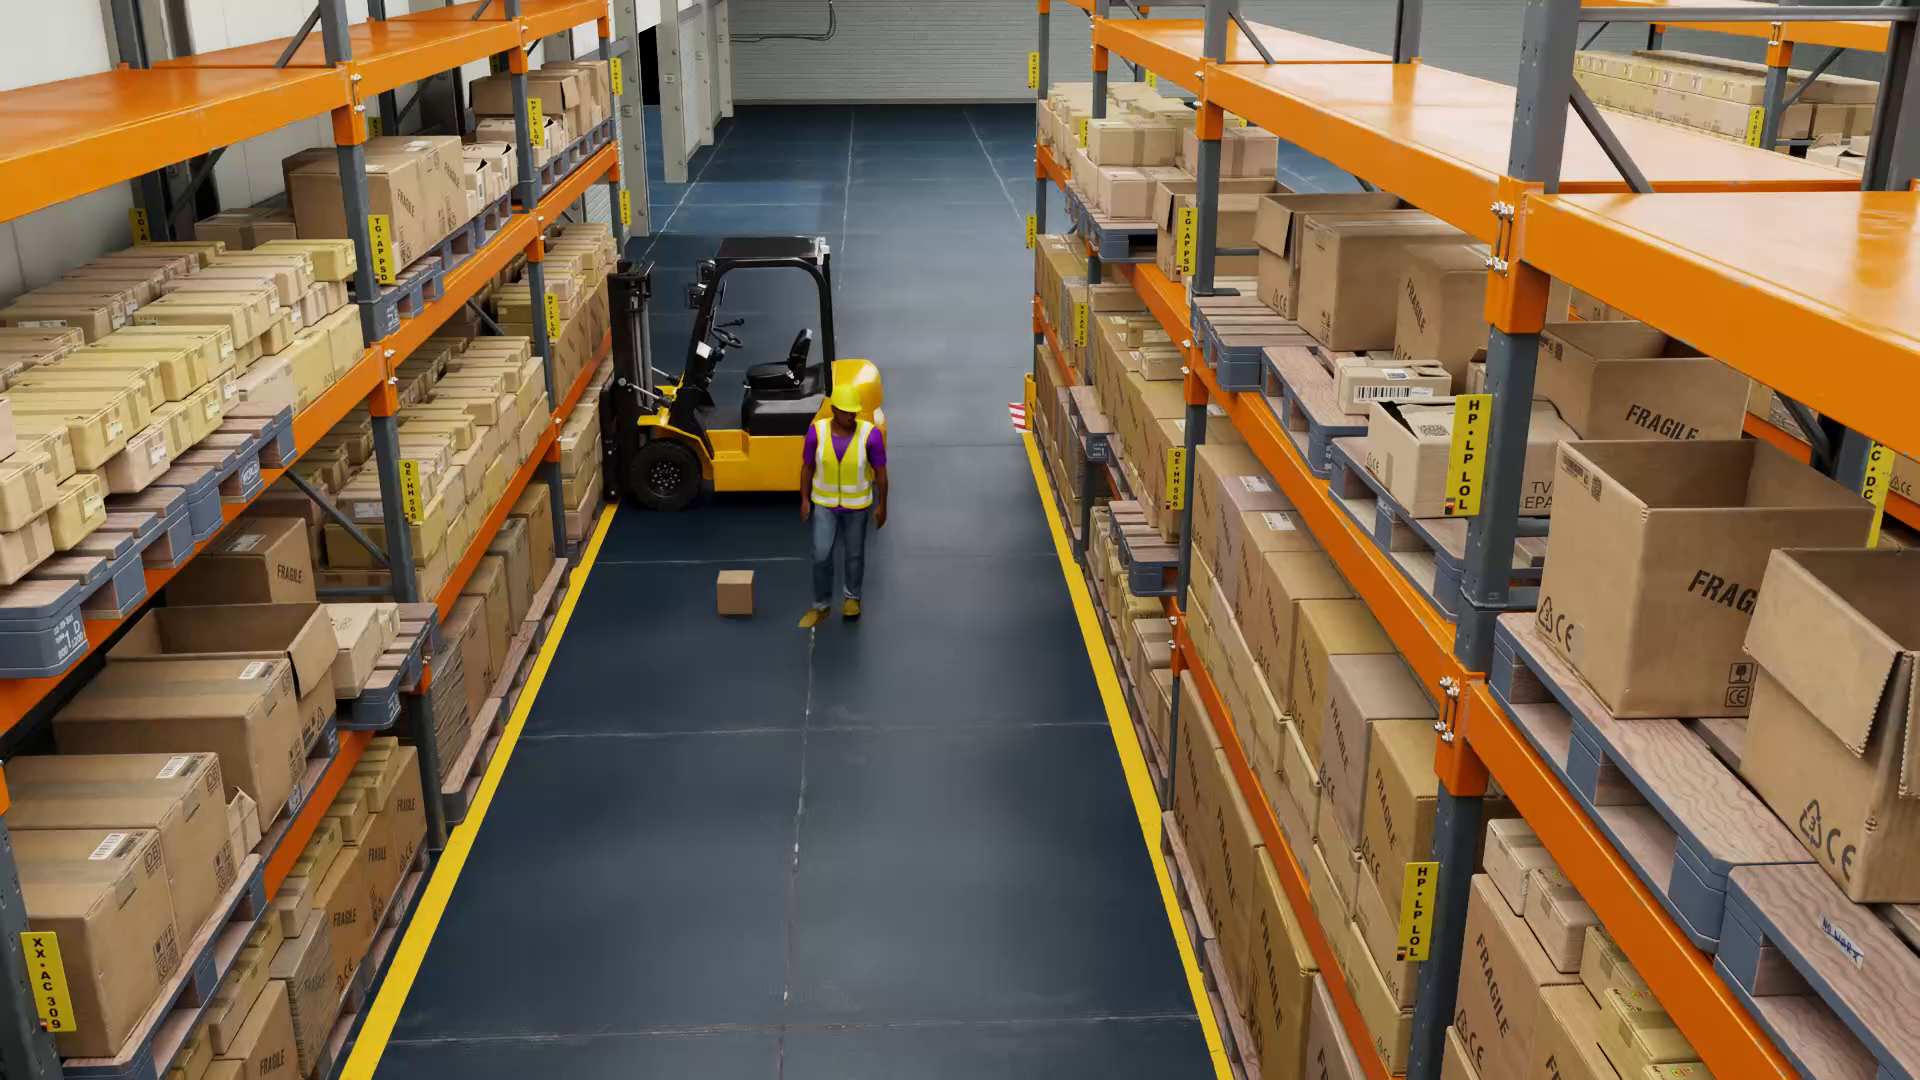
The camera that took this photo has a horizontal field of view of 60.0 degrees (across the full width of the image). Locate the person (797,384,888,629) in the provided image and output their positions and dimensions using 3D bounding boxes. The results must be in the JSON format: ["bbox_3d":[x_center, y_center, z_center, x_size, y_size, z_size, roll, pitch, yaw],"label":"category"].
[{"bbox_3d":[-0.836,-0.246,11.731,0.665,1.809,0.522,0,20,0],"label":"person"}]
